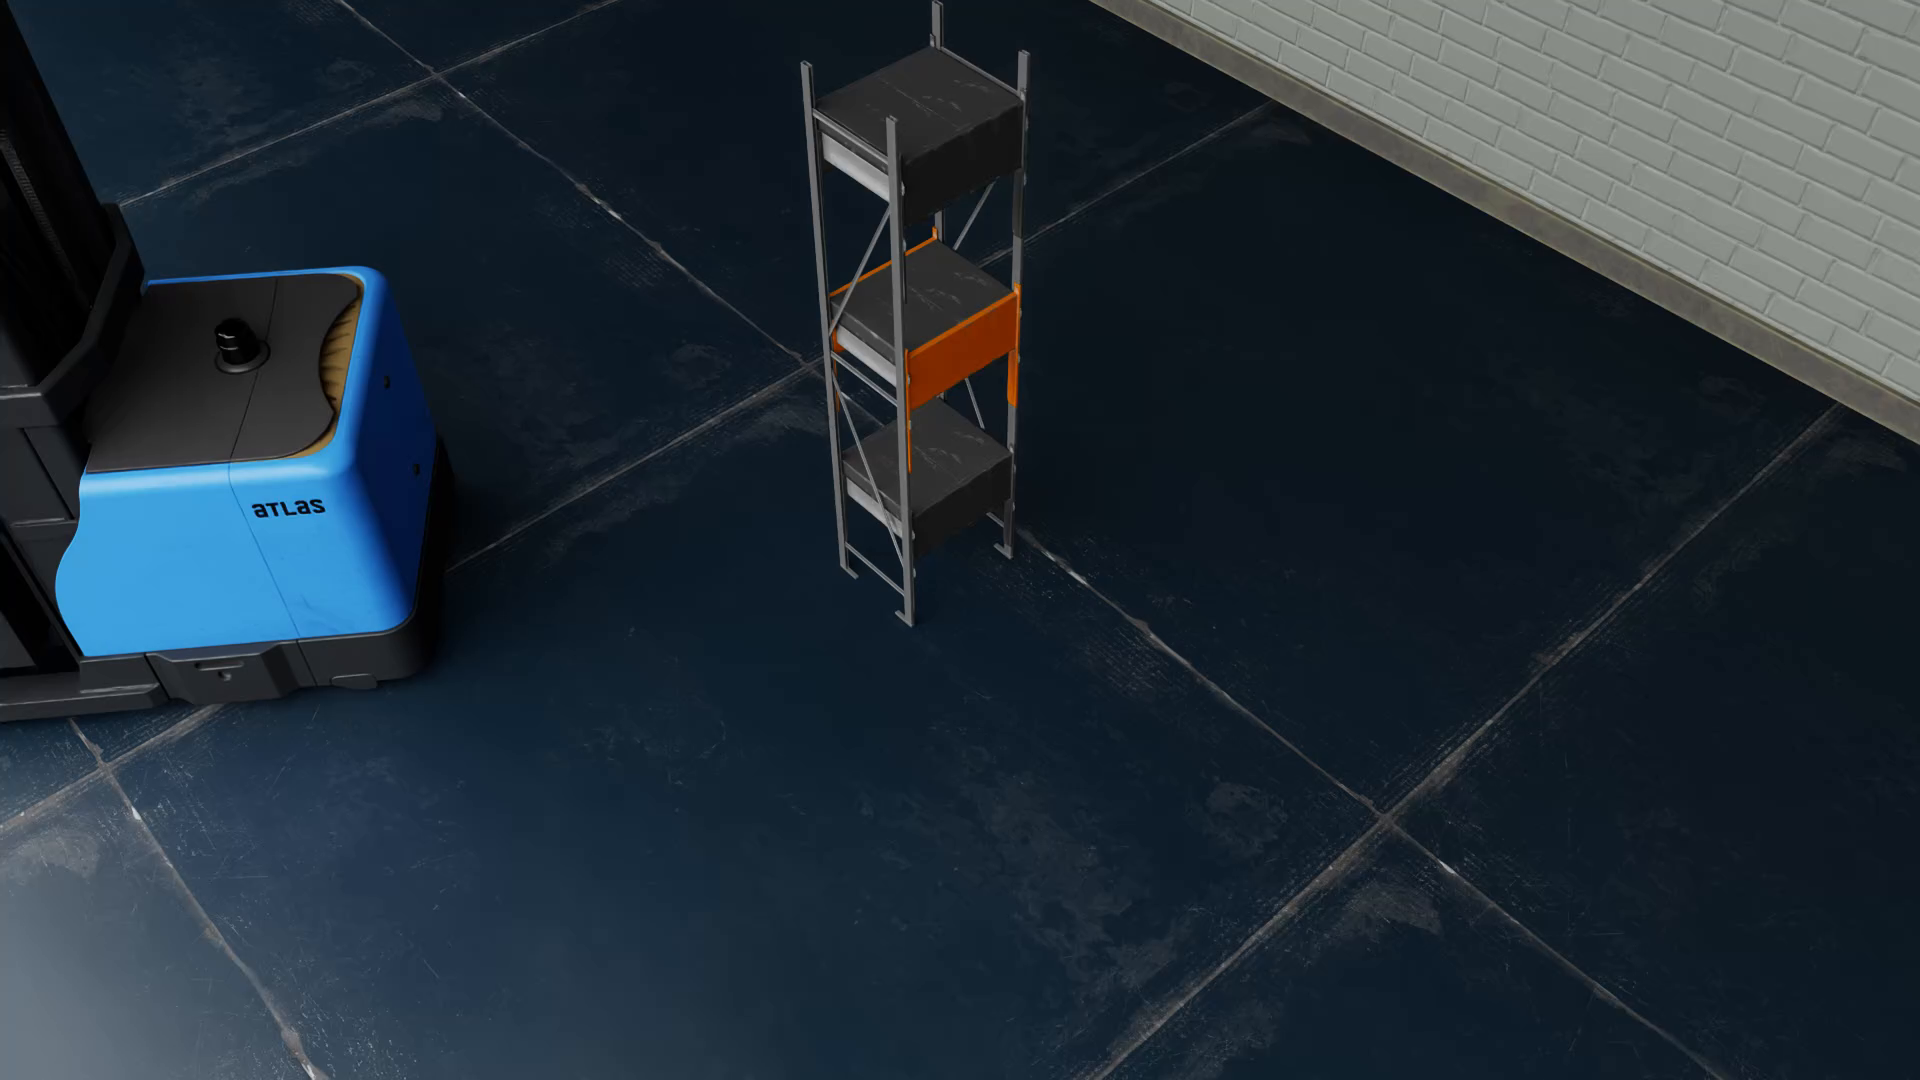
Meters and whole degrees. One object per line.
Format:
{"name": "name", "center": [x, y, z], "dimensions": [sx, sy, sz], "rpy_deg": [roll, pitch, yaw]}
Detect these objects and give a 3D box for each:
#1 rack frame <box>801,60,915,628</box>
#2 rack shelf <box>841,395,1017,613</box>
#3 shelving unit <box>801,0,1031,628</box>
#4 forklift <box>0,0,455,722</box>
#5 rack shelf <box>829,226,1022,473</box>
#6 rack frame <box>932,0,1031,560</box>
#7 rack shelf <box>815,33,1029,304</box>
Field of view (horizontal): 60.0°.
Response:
{"name": "rack frame", "center": [-0.303, -0.510, 5.291], "dimensions": [0.015, 2.100, 0.400], "rpy_deg": [-34, 56, -27]}
{"name": "rack shelf", "center": [-0.122, -0.146, 5.927], "dimensions": [0.480, 0.518, 0.431], "rpy_deg": [-34, 56, -27]}
{"name": "shelving unit", "center": [-0.122, -0.630, 5.403], "dimensions": [0.503, 2.100, 0.431], "rpy_deg": [-34, 56, -27]}
{"name": "forklift", "center": [-3.387, -0.733, 4.932], "dimensions": [3.031, 2.935, 1.130], "rpy_deg": [-5, 47, -4]}
{"name": "rack shelf", "center": [-0.122, -0.621, 5.413], "dimensions": [0.480, 0.518, 0.431], "rpy_deg": [-34, 56, -27]}
{"name": "rack frame", "center": [0.058, -0.751, 5.514], "dimensions": [0.015, 2.100, 0.400], "rpy_deg": [-34, 56, -27]}
{"name": "rack shelf", "center": [-0.122, -1.096, 4.898], "dimensions": [0.480, 0.518, 0.431], "rpy_deg": [-34, 56, -27]}
